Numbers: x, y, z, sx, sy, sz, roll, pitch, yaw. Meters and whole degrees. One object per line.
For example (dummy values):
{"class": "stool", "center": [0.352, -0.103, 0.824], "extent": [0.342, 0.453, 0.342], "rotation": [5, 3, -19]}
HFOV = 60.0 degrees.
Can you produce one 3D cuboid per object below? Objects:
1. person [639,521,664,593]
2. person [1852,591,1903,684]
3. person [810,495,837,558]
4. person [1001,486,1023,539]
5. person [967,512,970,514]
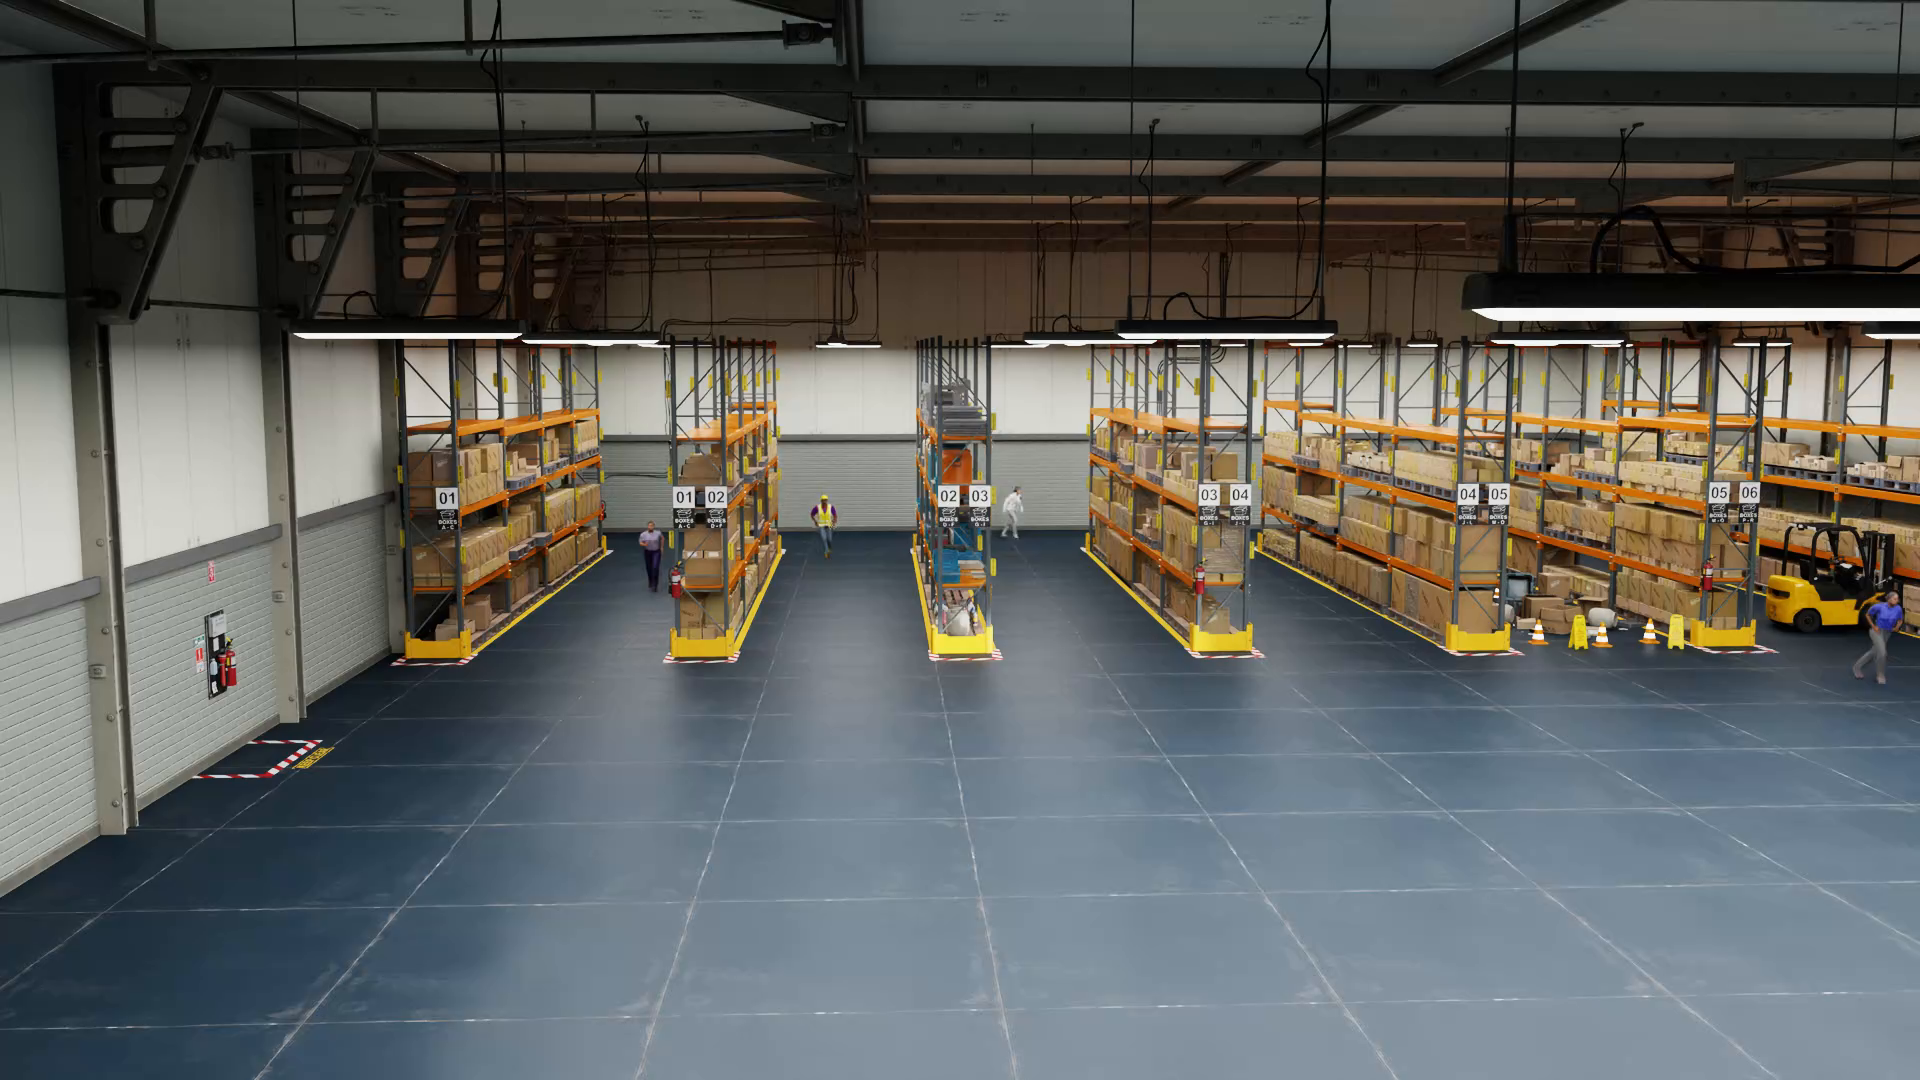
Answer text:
{"class": "person", "center": [-7.382, 0.380, 39.803], "extent": [0.559, 1.695, 0.856], "rotation": [0, 6, -3]}
{"class": "person", "center": [16.015, 1.664, 28.958], "extent": [0.543, 1.633, 0.758], "rotation": [-2, 7, -13]}
{"class": "person", "center": [-3.789, -0.386, 46.293], "extent": [0.737, 1.738, 0.664], "rotation": [-1, 7, -13]}
{"class": "person", "center": [1.622, -0.863, 50.990], "extent": [0.760, 1.616, 0.534], "rotation": [6, 9, 40]}
{"class": "person", "center": [0.292, -0.737, 49.716], "extent": [0.710, 1.684, 0.636], "rotation": [2, 7, 19]}
